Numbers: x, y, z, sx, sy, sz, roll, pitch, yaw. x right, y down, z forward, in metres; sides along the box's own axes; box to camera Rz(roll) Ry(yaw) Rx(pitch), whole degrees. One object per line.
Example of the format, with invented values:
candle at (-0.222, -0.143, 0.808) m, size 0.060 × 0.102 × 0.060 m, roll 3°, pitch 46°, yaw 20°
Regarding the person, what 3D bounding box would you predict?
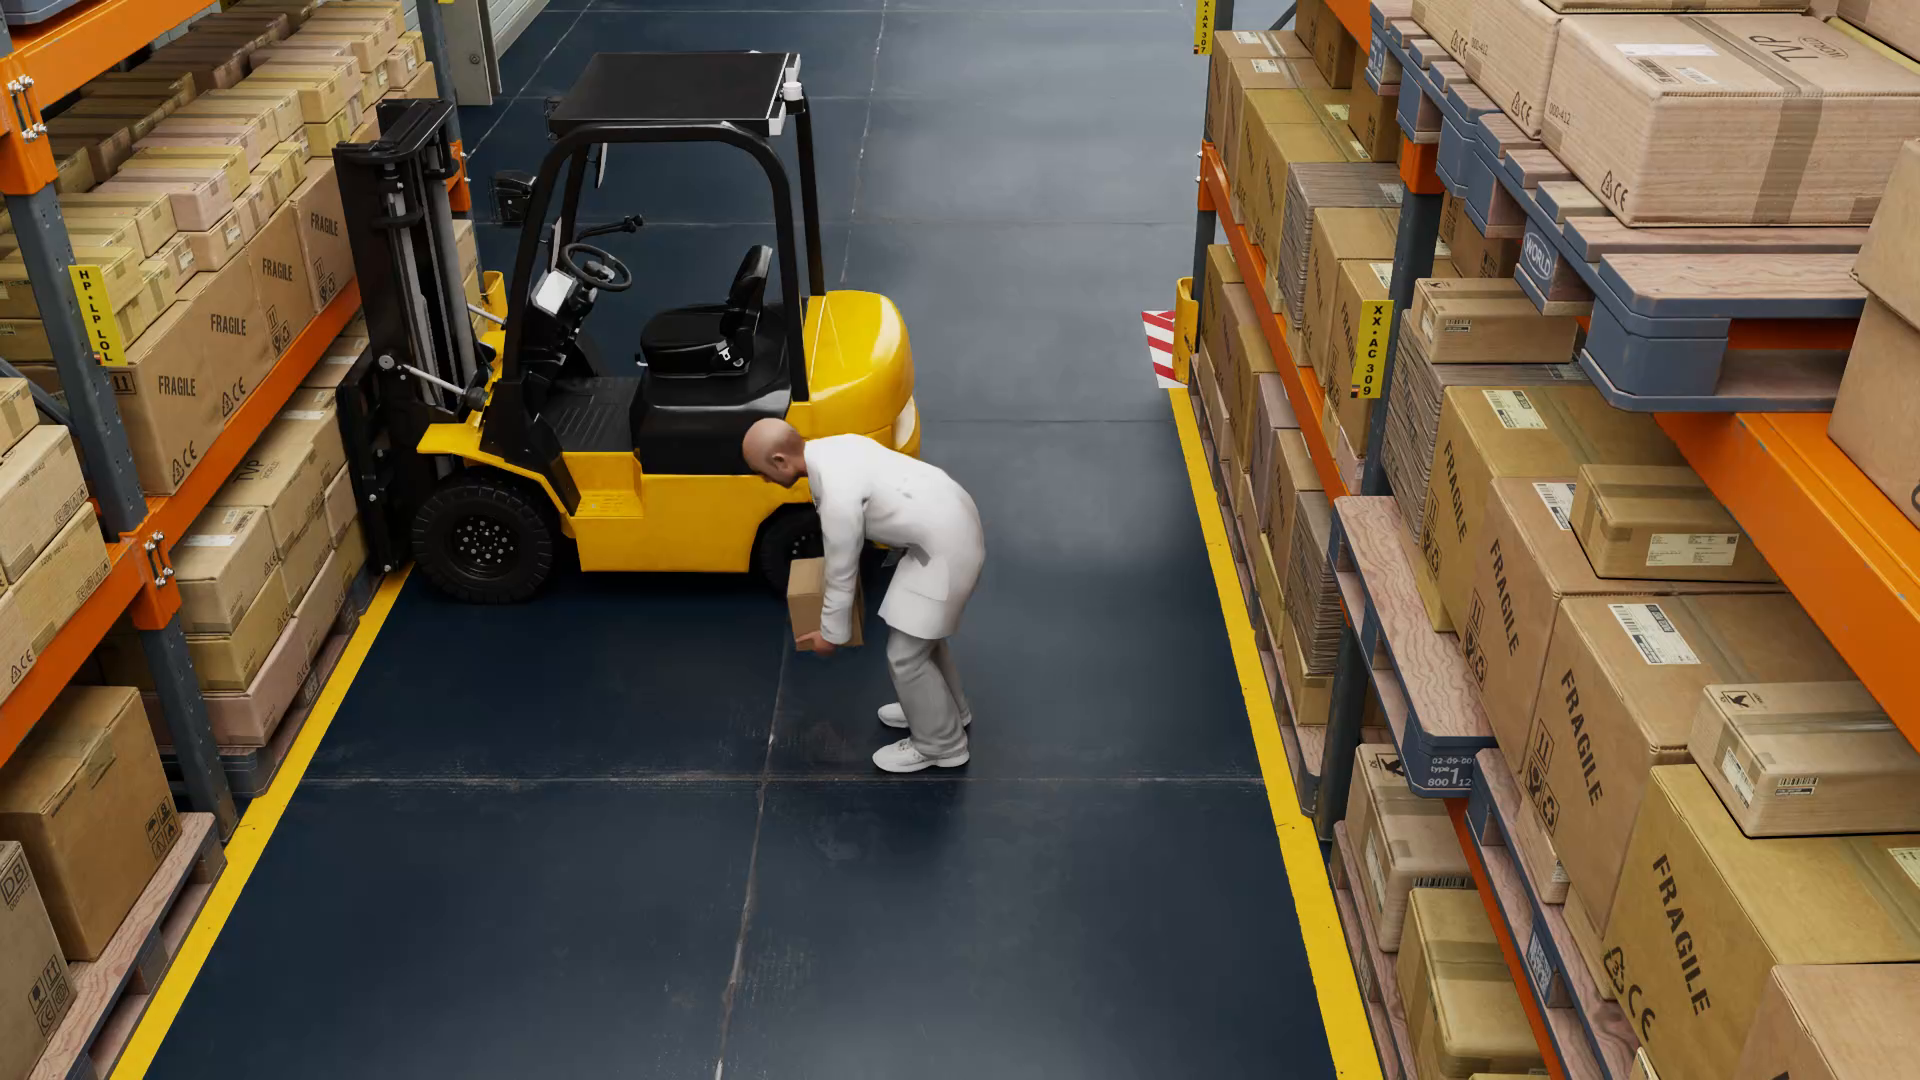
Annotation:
person at (-0.337, 0.192, 6.186) m, size 0.860 × 1.416 × 0.552 m, roll -1°, pitch 31°, yaw -1°
